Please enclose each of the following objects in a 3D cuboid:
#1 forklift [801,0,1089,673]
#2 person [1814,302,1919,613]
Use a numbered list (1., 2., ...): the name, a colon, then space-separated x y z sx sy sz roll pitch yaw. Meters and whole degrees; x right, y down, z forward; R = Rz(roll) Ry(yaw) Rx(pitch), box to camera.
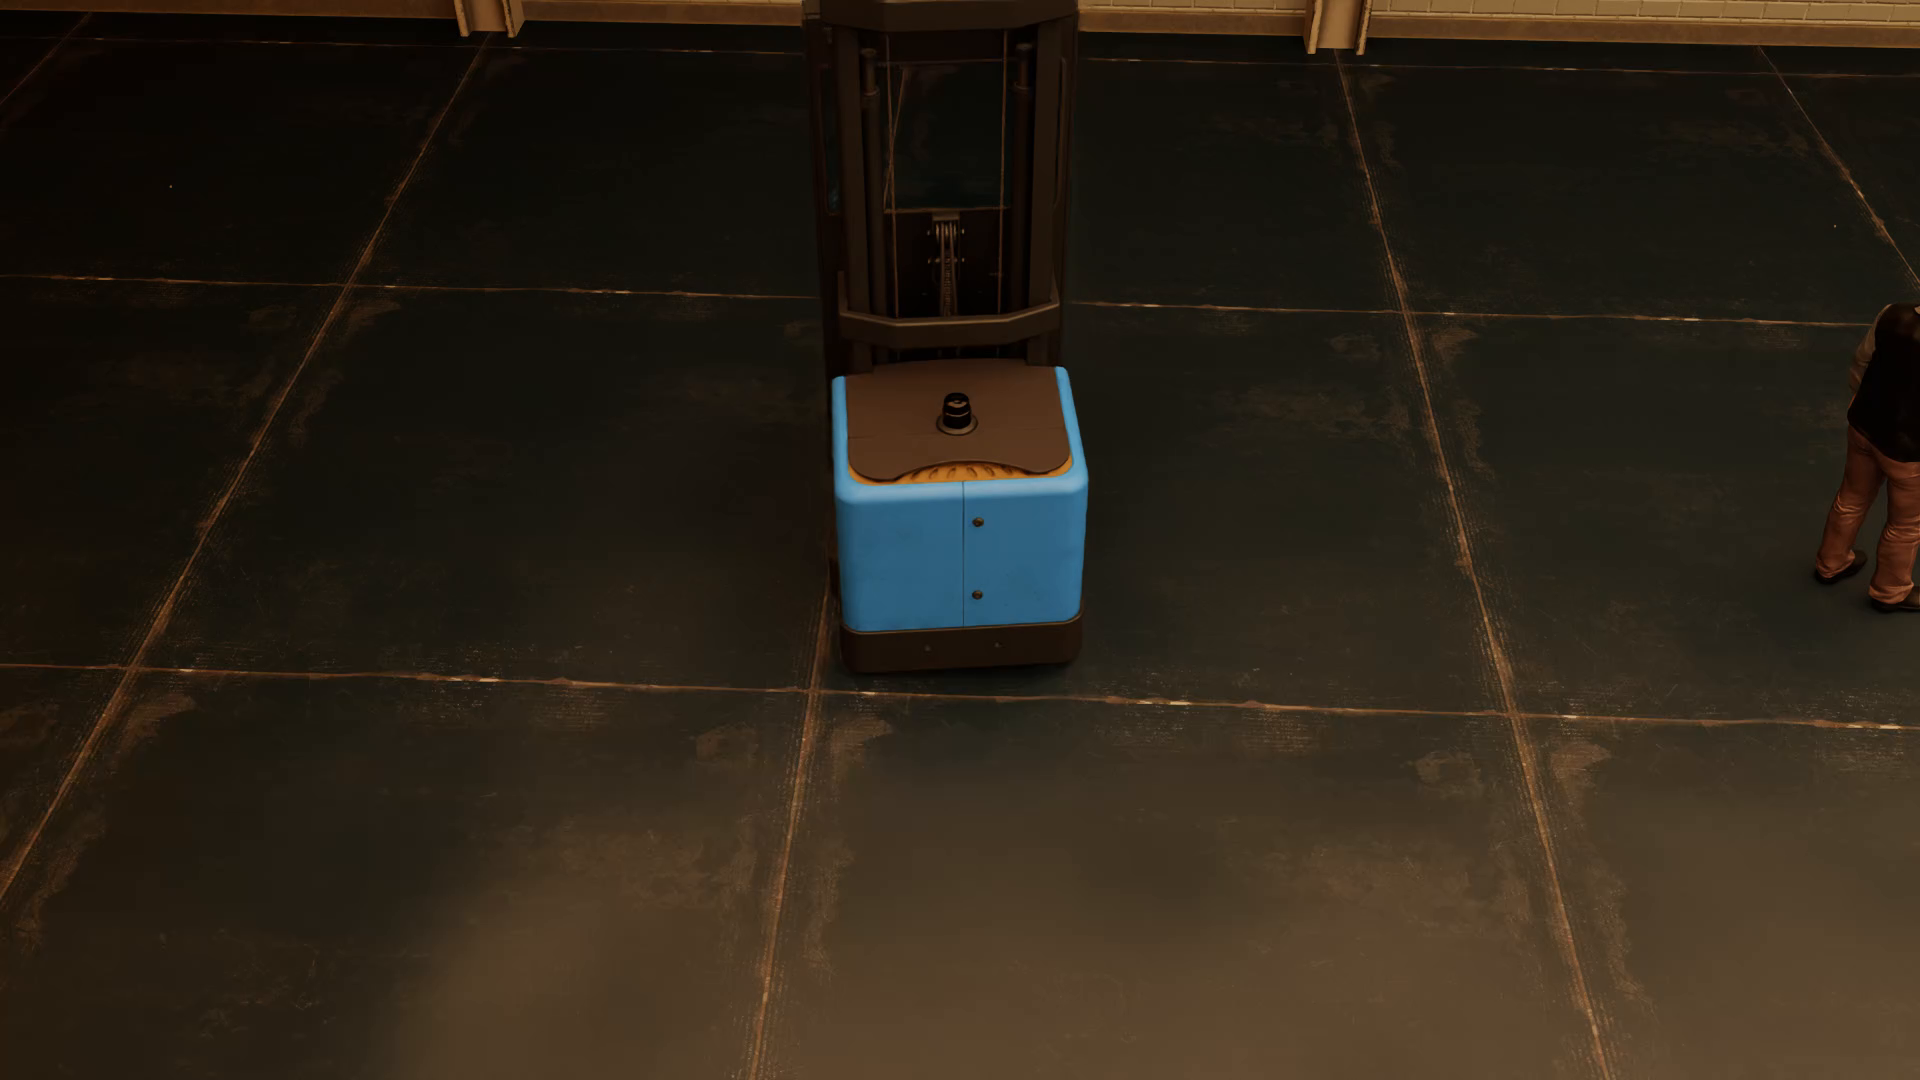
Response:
1. forklift: -0.096 -1.494 7.379 1.130 2.935 3.031 -3 42 -3
2. person: 4.088 -0.463 7.135 0.569 1.720 0.632 -14 44 -15
